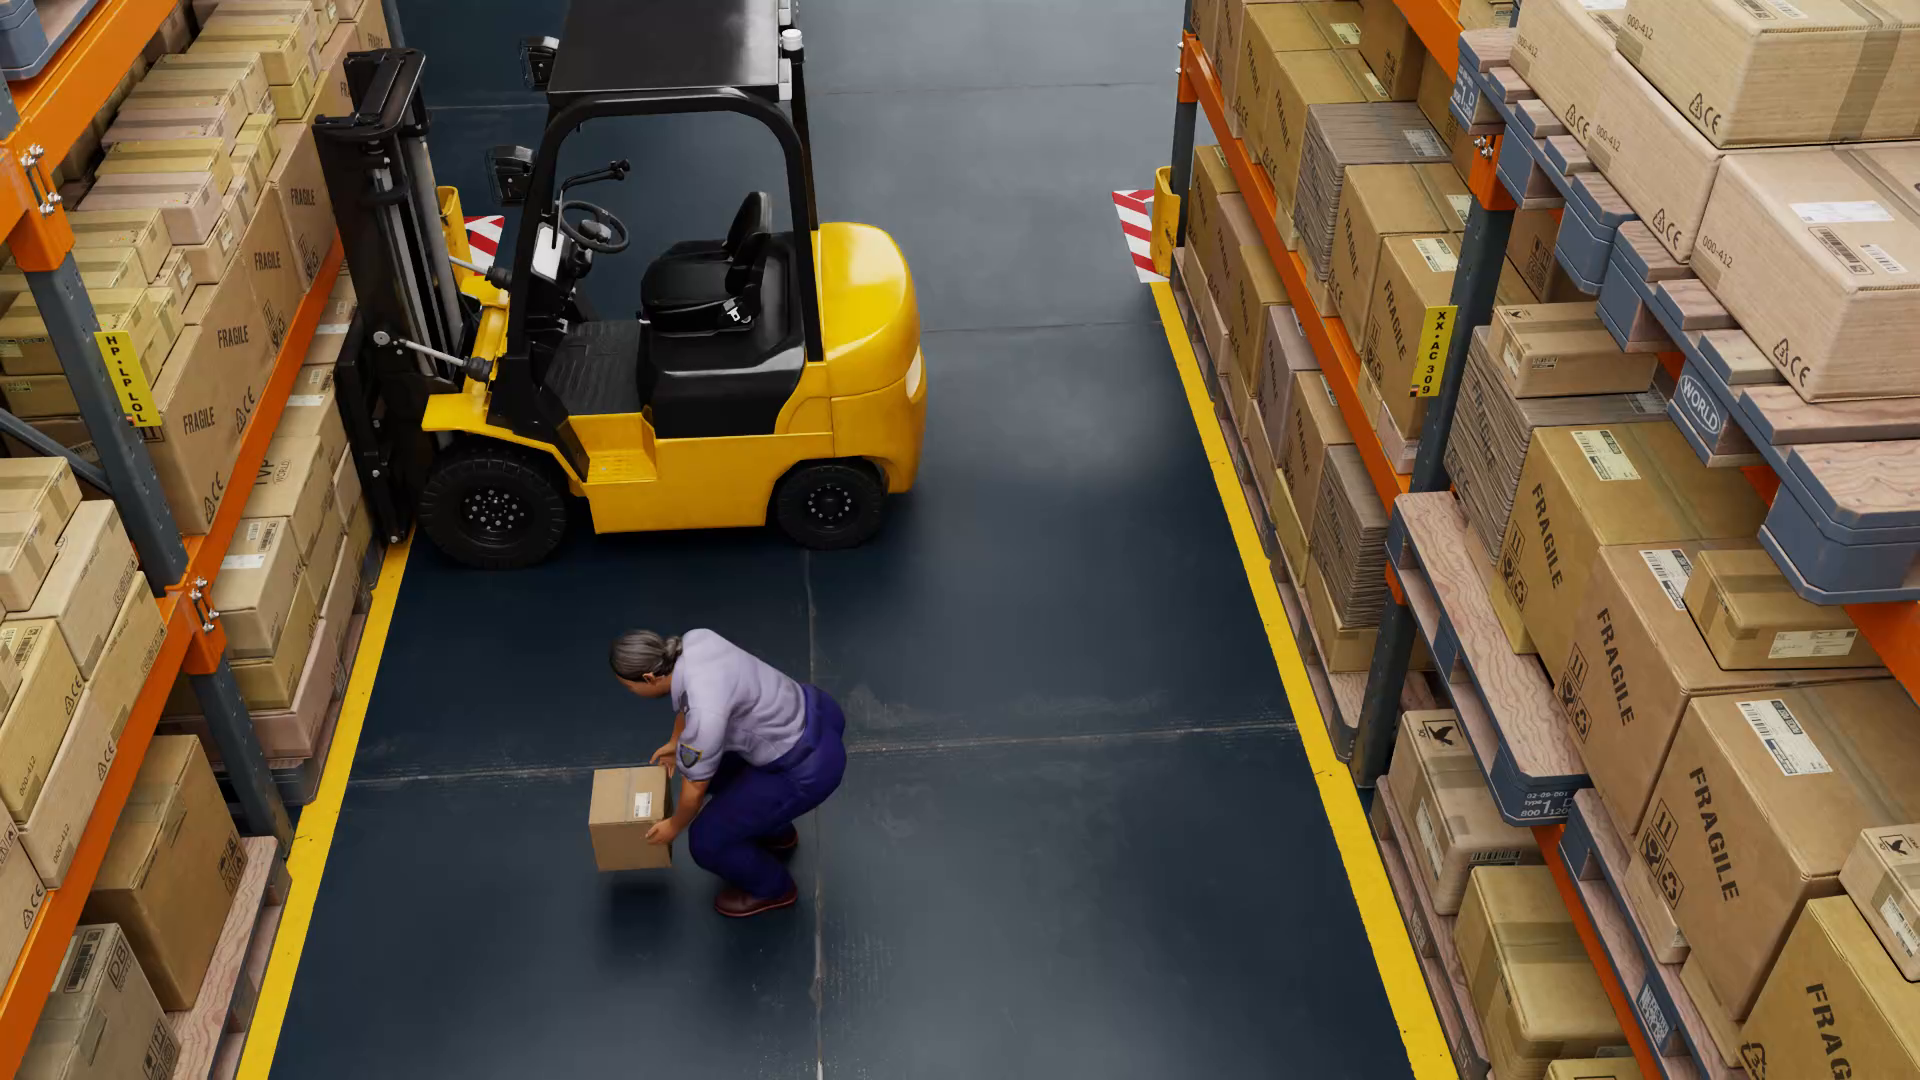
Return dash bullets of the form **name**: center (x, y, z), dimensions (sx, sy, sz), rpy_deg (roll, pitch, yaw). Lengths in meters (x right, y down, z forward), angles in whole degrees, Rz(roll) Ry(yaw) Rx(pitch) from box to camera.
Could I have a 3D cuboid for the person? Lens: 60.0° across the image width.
- **person**: center (-0.741, 0.757, 5.592), dimensions (0.726, 1.214, 0.536), rpy_deg (-3, 39, -4)
